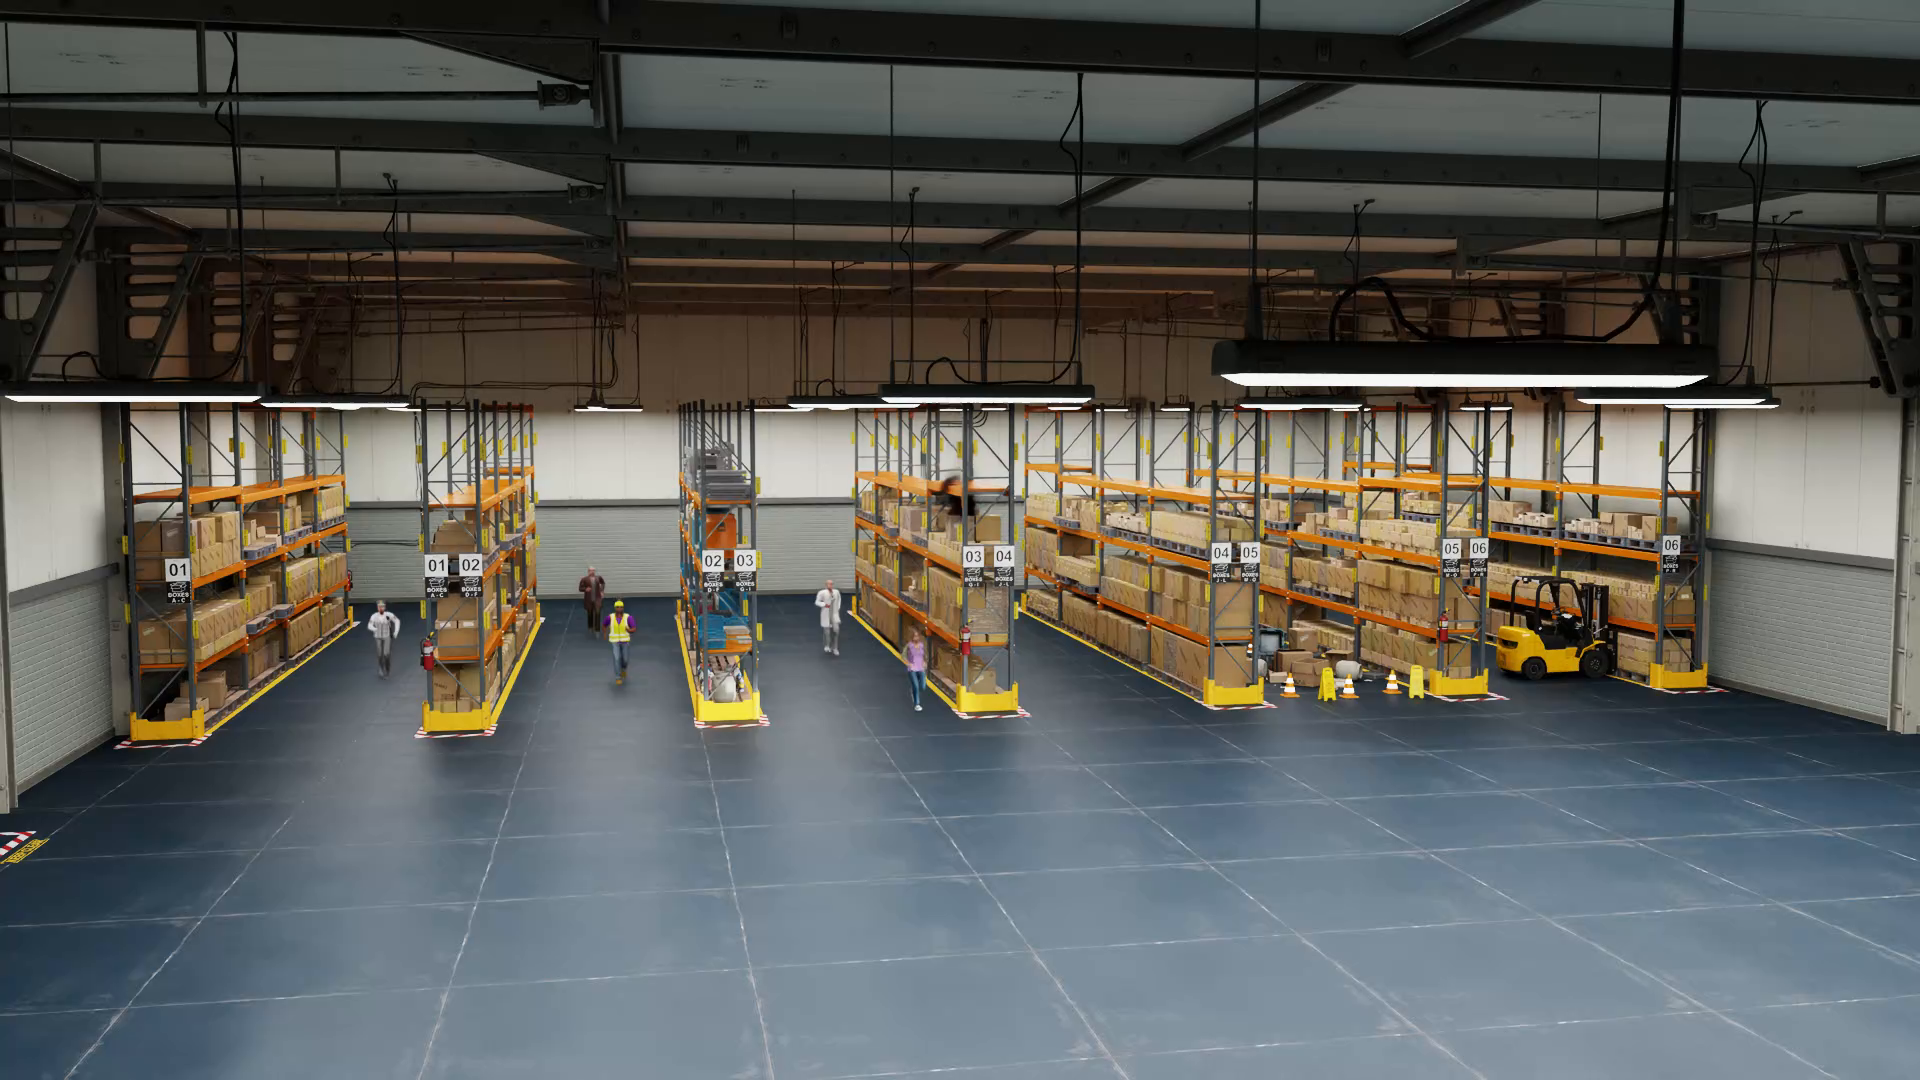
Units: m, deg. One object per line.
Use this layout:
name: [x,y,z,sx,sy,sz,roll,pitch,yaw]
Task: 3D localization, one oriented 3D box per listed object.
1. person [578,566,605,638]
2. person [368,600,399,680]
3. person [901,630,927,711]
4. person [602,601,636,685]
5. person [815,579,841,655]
person: [-9.498,1.587,42.953,0.697,1.831,0.966,-1,5,-17]
person: [-12.516,2.174,36.100,0.626,1.768,0.733,-1,4,-11]
person: [-0.880,2.514,32.201,0.532,1.546,0.559,-2,5,-22]
person: [-7.237,2.164,35.355,0.710,1.747,0.968,-1,4,-15]
person: [-3.125,1.856,39.751,0.687,1.829,0.822,-1,5,-18]
